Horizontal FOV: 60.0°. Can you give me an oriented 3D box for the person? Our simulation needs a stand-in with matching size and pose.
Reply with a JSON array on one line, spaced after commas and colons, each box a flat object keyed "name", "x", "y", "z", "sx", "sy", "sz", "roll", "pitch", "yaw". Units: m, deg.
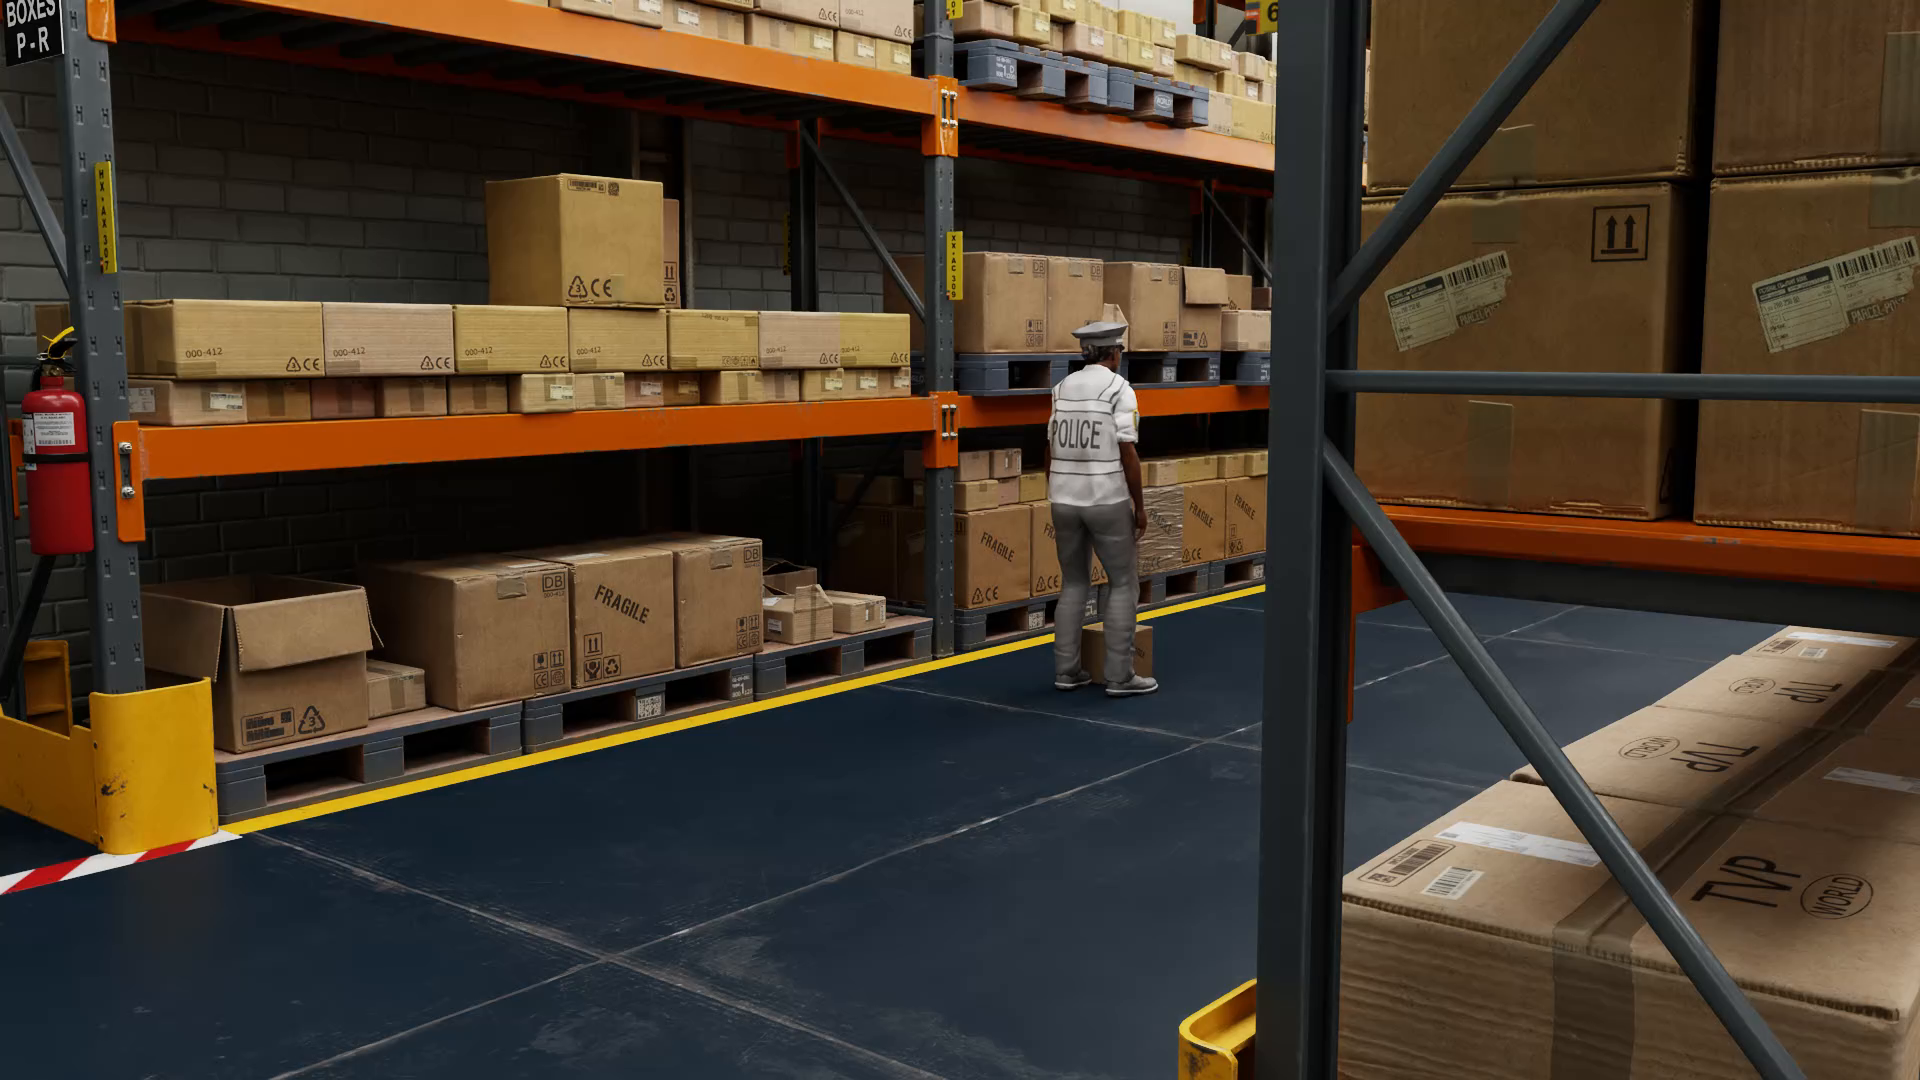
[{"name": "person", "x": 0.613, "y": -0.143, "z": 7.447, "sx": 0.505, "sy": 1.658, "sz": 0.395, "roll": 5, "pitch": 8, "yaw": 36}]
